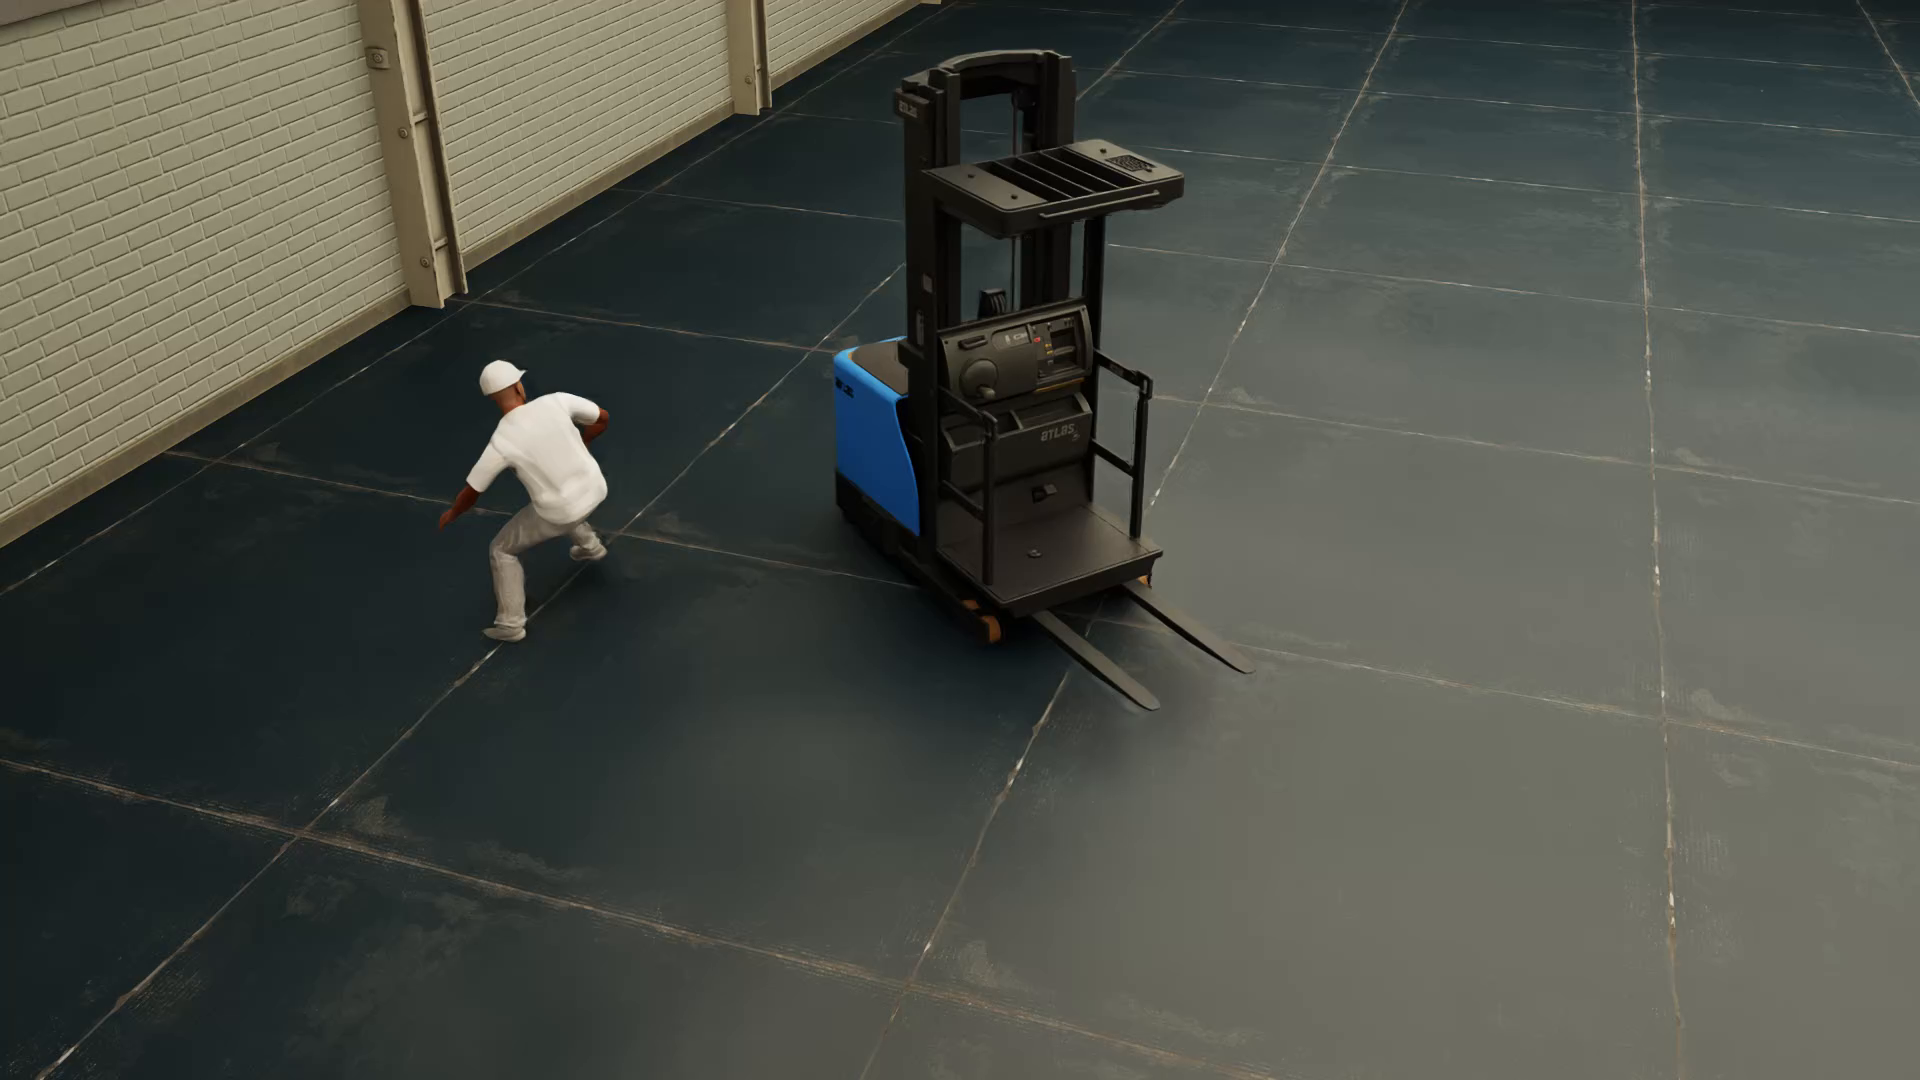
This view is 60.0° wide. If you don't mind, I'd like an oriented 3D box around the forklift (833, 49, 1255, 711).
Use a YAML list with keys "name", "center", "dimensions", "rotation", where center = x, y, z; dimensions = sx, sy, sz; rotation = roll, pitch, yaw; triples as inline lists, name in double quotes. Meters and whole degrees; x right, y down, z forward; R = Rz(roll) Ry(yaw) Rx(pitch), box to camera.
- name: "forklift"
  center: [0.429, -0.965, 8.830]
  dimensions: [1.130, 2.935, 3.031]
  rotation: [-17, 34, -27]

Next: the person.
- name: "person"
  center: [-2.353, -0.265, 9.107]
  dimensions: [0.716, 1.533, 0.887]
  rotation: [21, 36, 32]
